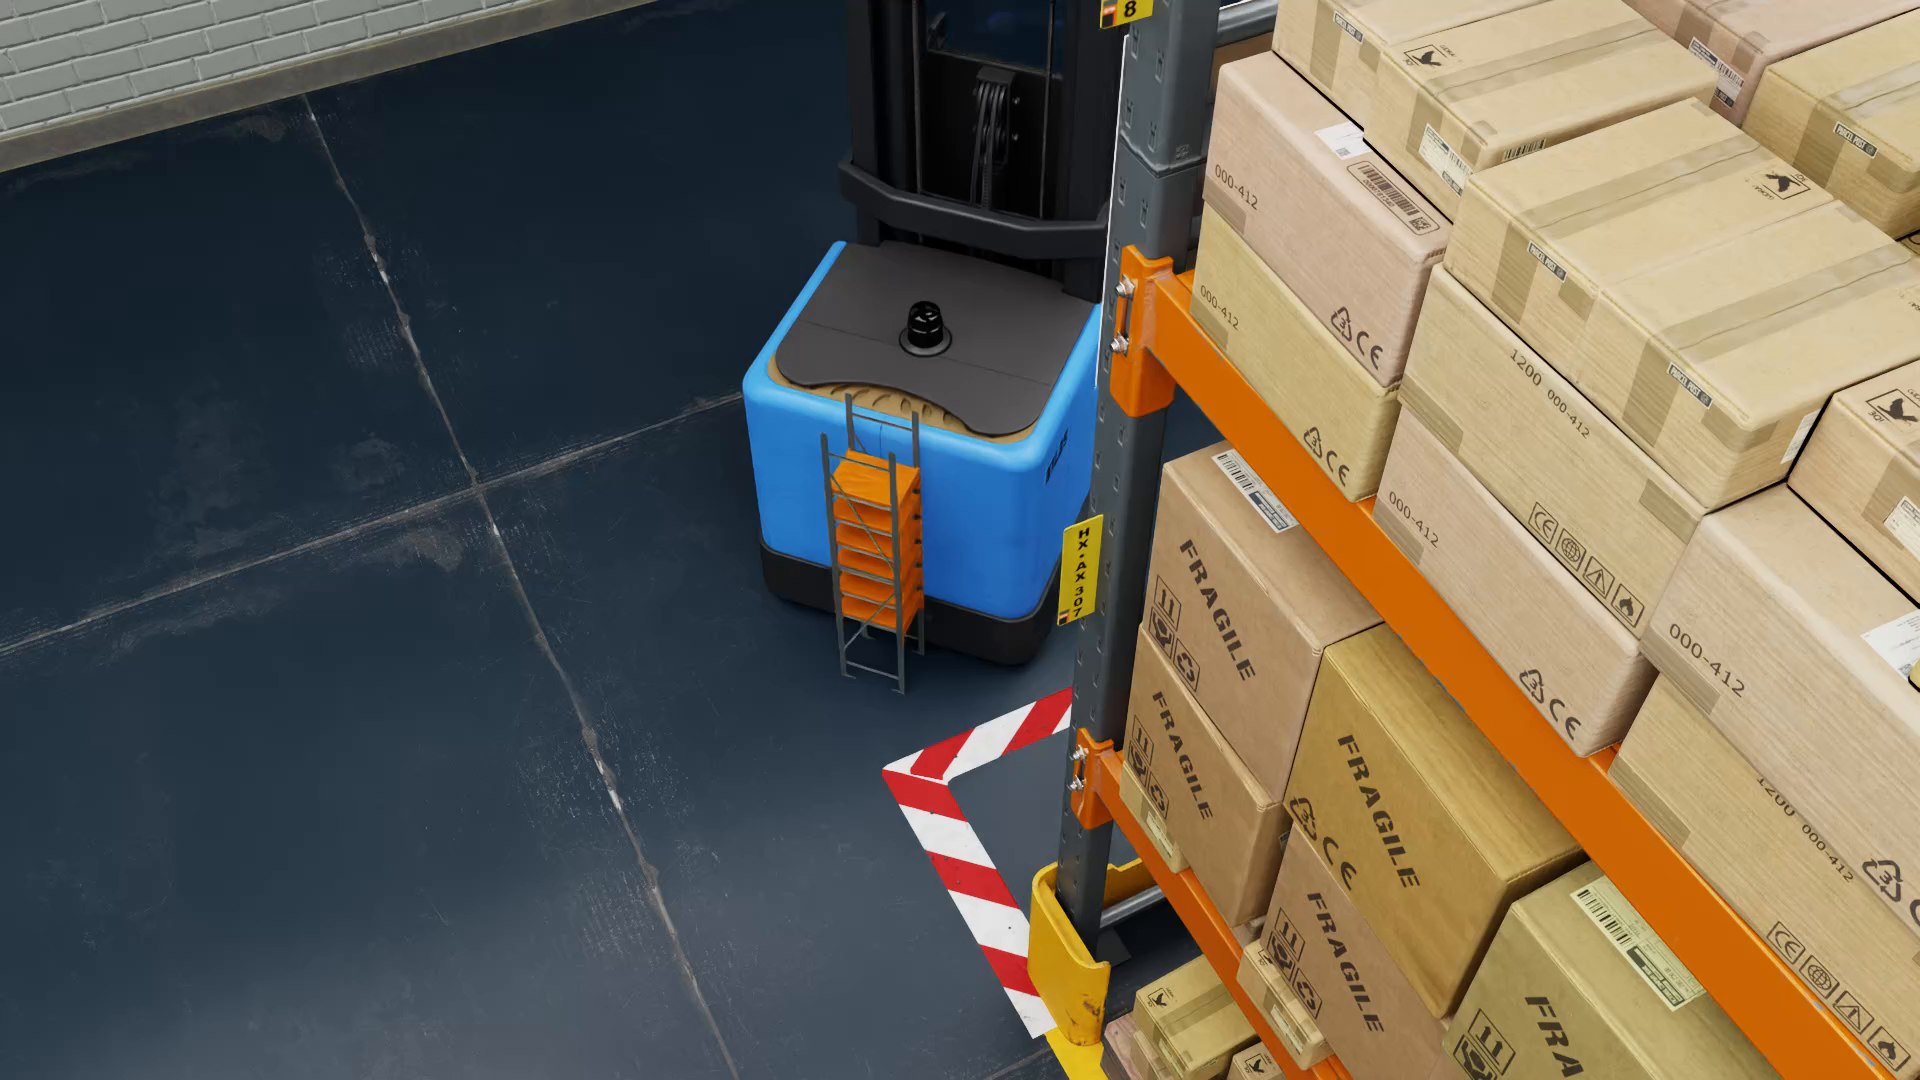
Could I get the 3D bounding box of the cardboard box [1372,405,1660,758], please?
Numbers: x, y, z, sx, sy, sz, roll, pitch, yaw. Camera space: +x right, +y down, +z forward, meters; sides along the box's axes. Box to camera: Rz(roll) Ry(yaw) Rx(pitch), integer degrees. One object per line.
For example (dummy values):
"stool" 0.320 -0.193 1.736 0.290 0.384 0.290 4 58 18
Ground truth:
"cardboard box" 0.962 -0.030 2.390 0.500 0.250 0.500 -20 52 -16

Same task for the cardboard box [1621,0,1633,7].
"cardboard box" 1.160 -0.947 2.595 0.380 0.149 0.250 -22 52 -18

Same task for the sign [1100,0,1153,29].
"sign" 0.264 -0.922 2.490 0.100 0.325 0.005 -21 52 -18

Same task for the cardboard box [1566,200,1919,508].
"cardboard box" 0.963 -0.226 1.965 0.380 0.149 0.250 -21 52 -17

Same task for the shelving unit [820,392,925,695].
"shelving unit" -0.270 0.045 5.414 0.258 1.200 0.189 16 51 14

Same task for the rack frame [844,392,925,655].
"rack frame" -0.238 -0.020 5.470 0.240 1.200 0.006 16 51 14

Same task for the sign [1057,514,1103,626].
"sign" 0.264 0.068 3.623 0.100 0.325 0.005 -21 52 -18

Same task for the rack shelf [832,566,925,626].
"rack shelf" -0.270 0.153 5.537 0.258 0.103 0.180 16 51 14

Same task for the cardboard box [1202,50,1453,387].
"cardboard box" 0.721 -0.547 2.510 0.500 0.250 0.500 -20 52 -17

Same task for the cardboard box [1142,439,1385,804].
"cardboard box" 0.716 0.098 3.243 0.500 0.500 0.500 -21 52 -18

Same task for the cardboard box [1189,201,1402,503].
"cardboard box" 0.724 -0.384 2.699 0.500 0.250 0.500 -19 52 -16

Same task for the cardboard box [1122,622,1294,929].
"cardboard box" 0.706 0.431 3.616 0.500 0.500 0.500 -19 51 -16

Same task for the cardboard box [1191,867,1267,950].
"cardboard box" 0.756 0.735 3.782 0.380 0.149 0.250 -19 52 -16

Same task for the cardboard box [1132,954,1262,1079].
"cardboard box" 0.684 1.238 4.394 0.380 0.149 0.250 -23 53 -19

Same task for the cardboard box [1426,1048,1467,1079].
"cardboard box" 1.187 1.113 3.020 0.500 0.500 0.500 -21 52 -17

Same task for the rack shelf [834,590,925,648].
"rack shelf" -0.270 0.232 5.628 0.258 0.103 0.180 16 51 14

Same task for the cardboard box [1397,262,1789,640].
"cardboard box" 0.956 -0.204 2.211 0.500 0.250 0.500 -22 52 -18

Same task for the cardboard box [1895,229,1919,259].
"cardboard box" 1.418 -0.374 2.359 0.500 0.250 0.500 -22 53 -18

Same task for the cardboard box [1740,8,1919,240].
"cardboard box" 1.304 -0.576 2.271 0.380 0.149 0.250 -23 53 -19

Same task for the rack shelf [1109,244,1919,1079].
"rack shelf" 1.661 0.754 2.083 1.077 0.370 4.000 -21 52 -18

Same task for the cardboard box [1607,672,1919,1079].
"cardboard box" 1.209 0.311 2.092 0.500 0.250 0.500 -23 53 -19

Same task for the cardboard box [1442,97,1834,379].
"cardboard box" 0.852 -0.389 2.107 0.380 0.149 0.250 -21 52 -18

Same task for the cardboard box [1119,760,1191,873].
"cardboard box" 0.603 0.579 3.918 0.380 0.149 0.250 -22 52 -18

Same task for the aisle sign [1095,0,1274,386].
"aisle sign" 0.446 -0.635 3.086 0.394 0.787 0.004 -21 52 -18

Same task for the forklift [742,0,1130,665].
"forklift" 0.286 -1.666 5.760 1.130 2.935 3.031 16 51 14

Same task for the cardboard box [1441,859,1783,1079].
"cardboard box" 1.170 0.789 2.638 0.500 0.500 0.500 -22 52 -18

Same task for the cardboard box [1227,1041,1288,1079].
"cardboard box" 0.917 1.381 4.269 0.380 0.149 0.250 -20 52 -17

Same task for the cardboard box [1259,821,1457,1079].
"cardboard box" 0.974 0.780 3.311 0.500 0.500 0.500 -21 52 -17

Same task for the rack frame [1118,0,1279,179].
"rack frame" 0.746 -1.809 1.854 1.000 3.000 0.127 -21 52 -18

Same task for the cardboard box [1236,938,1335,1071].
"cardboard box" 0.832 0.933 3.608 0.380 0.149 0.250 -23 53 -19

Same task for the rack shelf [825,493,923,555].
"rack shelf" -0.270 -0.084 5.266 0.258 0.103 0.180 16 51 14

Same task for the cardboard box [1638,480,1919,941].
"cardboard box" 1.176 0.138 1.911 0.500 0.250 0.500 -21 52 -17

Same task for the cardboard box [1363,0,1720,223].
"cardboard box" 0.793 -0.596 2.288 0.380 0.149 0.250 -19 52 -16

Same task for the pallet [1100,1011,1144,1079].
"pallet" 1.121 1.691 4.631 1.003 0.211 1.213 -21 52 -18

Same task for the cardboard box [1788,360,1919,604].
"cardboard box" 1.174 -0.090 1.846 0.380 0.149 0.250 -20 52 -17

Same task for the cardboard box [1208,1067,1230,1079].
"cardboard box" 0.758 1.308 4.531 0.380 0.149 0.250 -19 52 -16

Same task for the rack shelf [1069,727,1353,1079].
"rack shelf" 1.661 1.742 3.212 1.077 0.370 4.000 -21 52 -18

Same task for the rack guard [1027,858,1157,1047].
"rack guard" 0.781 1.040 5.008 1.175 0.500 0.348 -21 52 -18

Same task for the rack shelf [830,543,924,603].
"rack shelf" -0.270 0.074 5.447 0.258 0.103 0.180 16 51 14

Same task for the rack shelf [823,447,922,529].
"rack shelf" -0.270 -0.163 5.176 0.258 0.103 0.180 16 51 14

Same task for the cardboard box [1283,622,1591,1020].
"cardboard box" 0.952 0.434 2.950 0.500 0.500 0.500 -20 52 -16

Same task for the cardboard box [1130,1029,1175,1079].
"cardboard box" 0.701 1.427 4.624 0.380 0.149 0.250 -20 52 -17

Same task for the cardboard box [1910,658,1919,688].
"cardboard box" 1.211 0.119 1.663 0.380 0.149 0.250 -20 52 -16

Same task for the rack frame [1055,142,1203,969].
"rack frame" 0.746 0.166 4.112 1.000 3.000 0.127 -21 52 -18

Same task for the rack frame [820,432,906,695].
"rack frame" -0.303 0.109 5.357 0.240 1.200 0.006 16 51 14

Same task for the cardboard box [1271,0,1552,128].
"cardboard box" 0.692 -0.773 2.443 0.380 0.149 0.250 -22 52 -18

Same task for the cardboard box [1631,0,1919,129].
"cardboard box" 1.204 -0.755 2.428 0.380 0.149 0.250 -20 52 -17

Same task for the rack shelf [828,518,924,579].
"rack shelf" -0.270 -0.005 5.357 0.258 0.103 0.180 16 51 14
